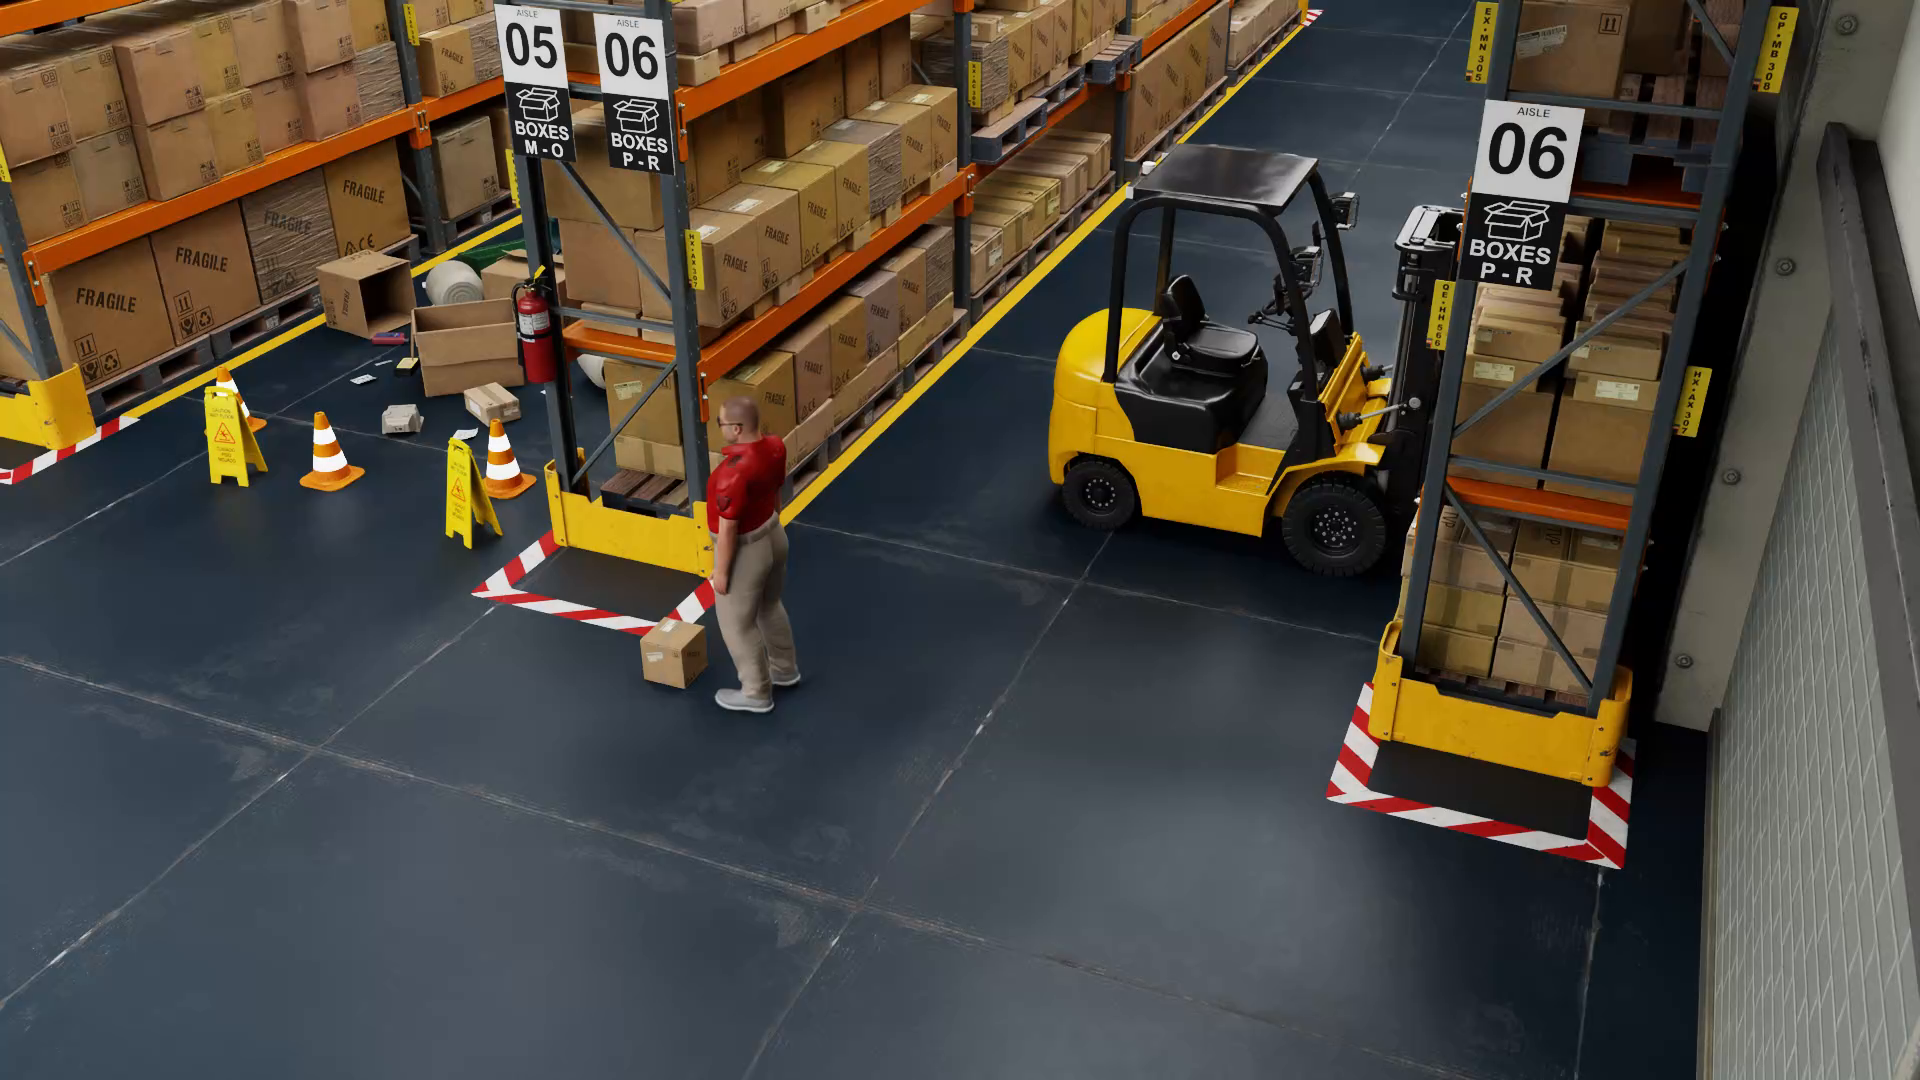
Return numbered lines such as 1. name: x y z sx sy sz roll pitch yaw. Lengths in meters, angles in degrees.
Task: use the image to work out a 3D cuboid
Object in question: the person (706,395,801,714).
1. person: -1.078 0.070 8.319 0.360 1.740 0.528 12 32 20
